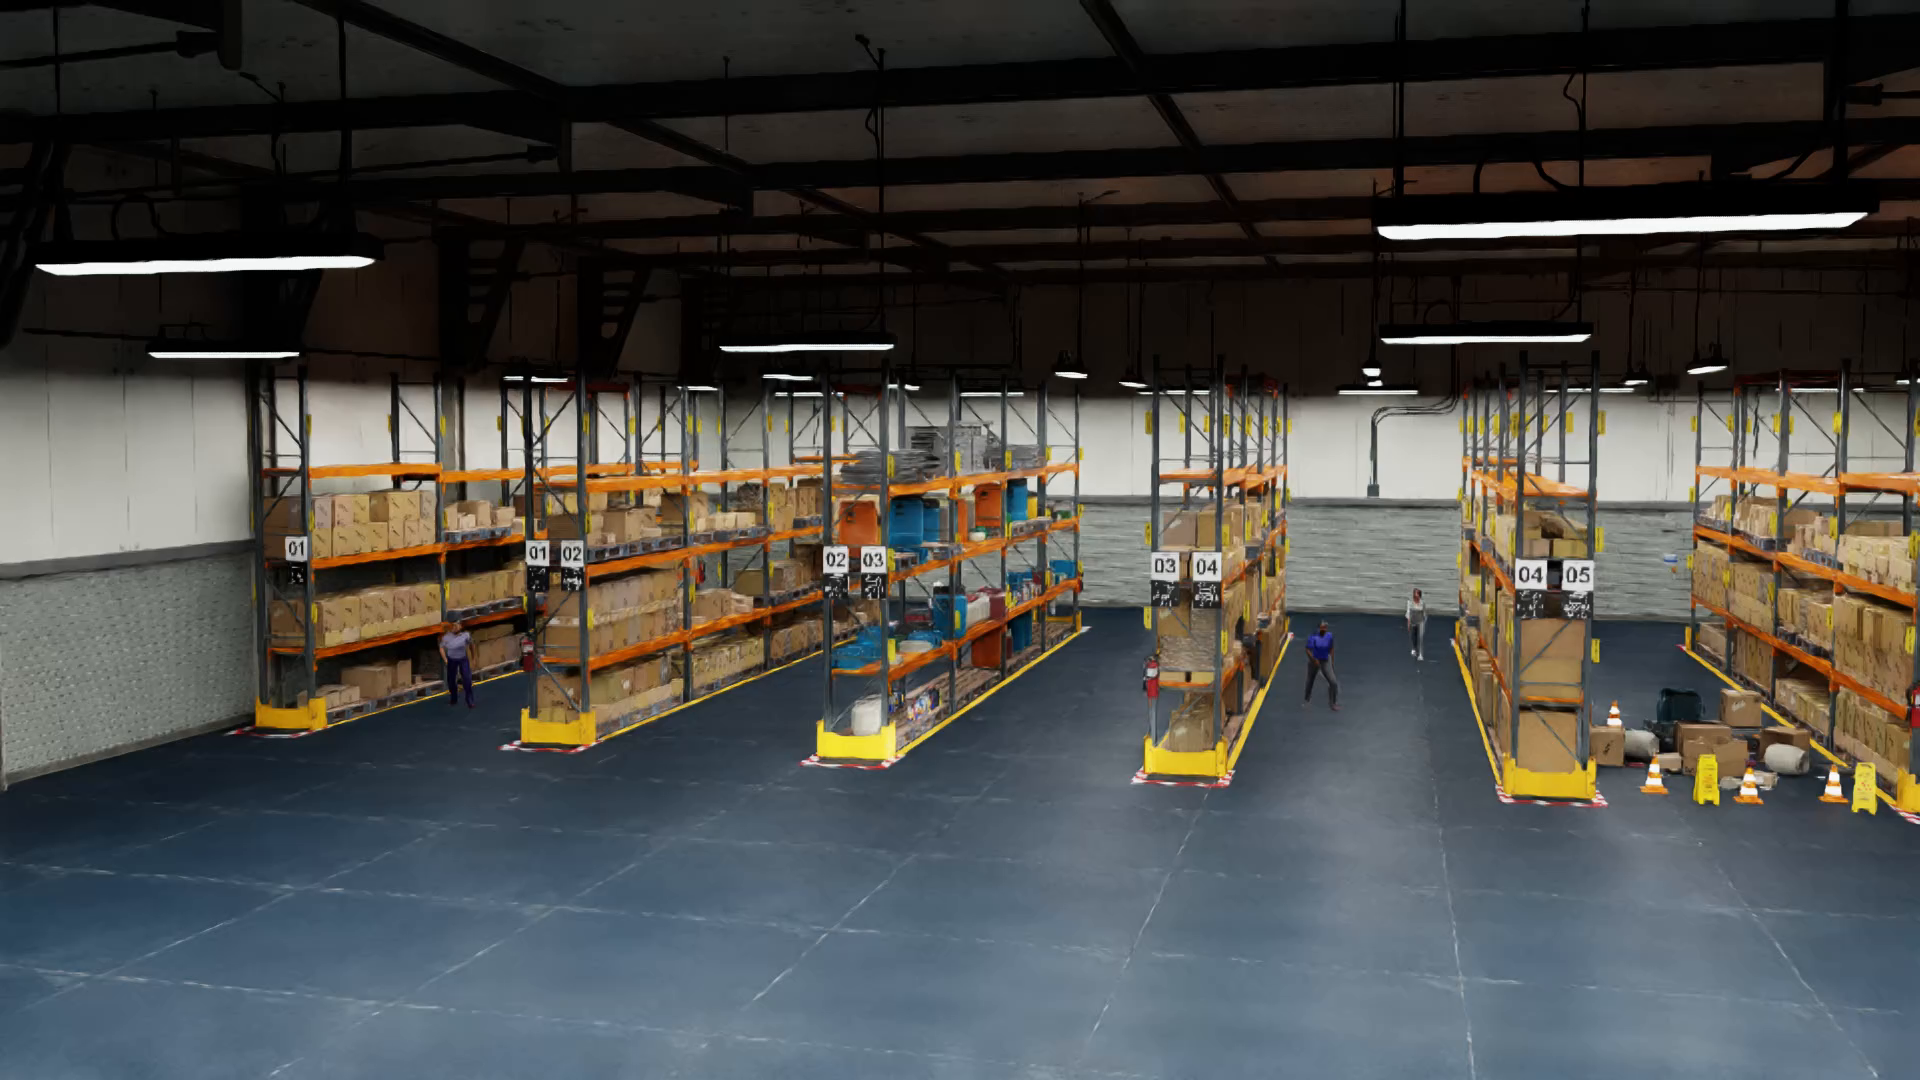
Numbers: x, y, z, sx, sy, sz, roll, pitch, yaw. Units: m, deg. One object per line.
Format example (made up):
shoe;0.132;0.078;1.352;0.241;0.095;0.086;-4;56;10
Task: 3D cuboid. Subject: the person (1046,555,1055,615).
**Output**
person;2.283;1.190;43.786;0.625;1.607;0.575;1;4;13

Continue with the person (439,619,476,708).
person;-8.878;2.171;29.503;0.660;1.585;0.785;0;4;-6

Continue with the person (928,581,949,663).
person;-0.452;1.721;35.044;0.538;1.715;1.024;2;4;23

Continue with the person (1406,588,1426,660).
person;9.759;1.772;35.585;0.418;1.512;1.034;1;4;17

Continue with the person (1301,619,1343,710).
person;6.373;2.177;29.349;0.622;1.591;0.822;0;4;-2
